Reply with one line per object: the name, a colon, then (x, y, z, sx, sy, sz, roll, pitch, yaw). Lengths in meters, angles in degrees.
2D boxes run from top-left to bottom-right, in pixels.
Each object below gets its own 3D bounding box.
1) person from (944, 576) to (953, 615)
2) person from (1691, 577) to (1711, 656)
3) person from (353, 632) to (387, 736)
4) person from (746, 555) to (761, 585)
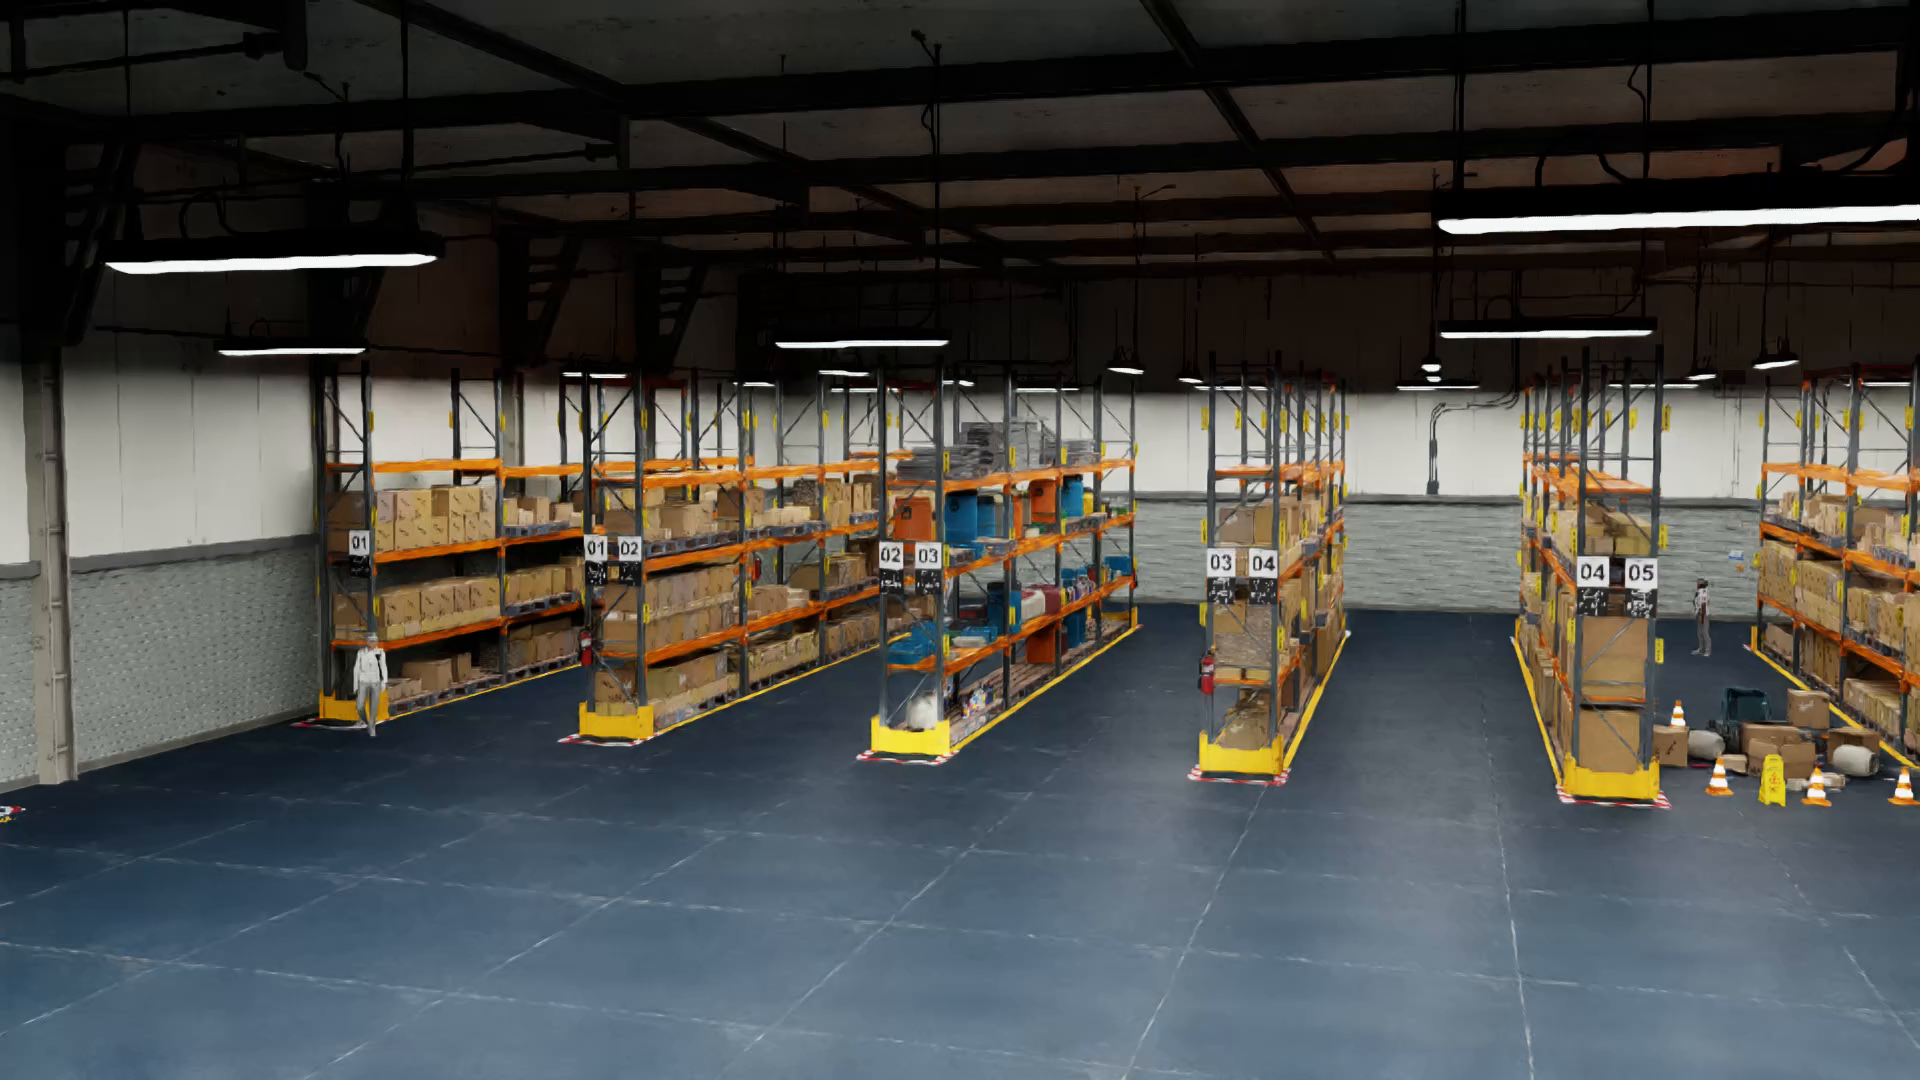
person: (-0.439, 1.043, 42.822, 0.463, 1.780, 0.701, 4, 6, 43)
person: (15.842, 1.626, 35.485, 0.385, 1.666, 0.582, 1, 4, 20)
person: (-9.422, 2.278, 26.536, 0.538, 1.671, 0.517, -2, 4, -20)
person: (-5.517, 0.942, 44.314, 0.733, 1.762, 0.562, -3, 5, -40)
